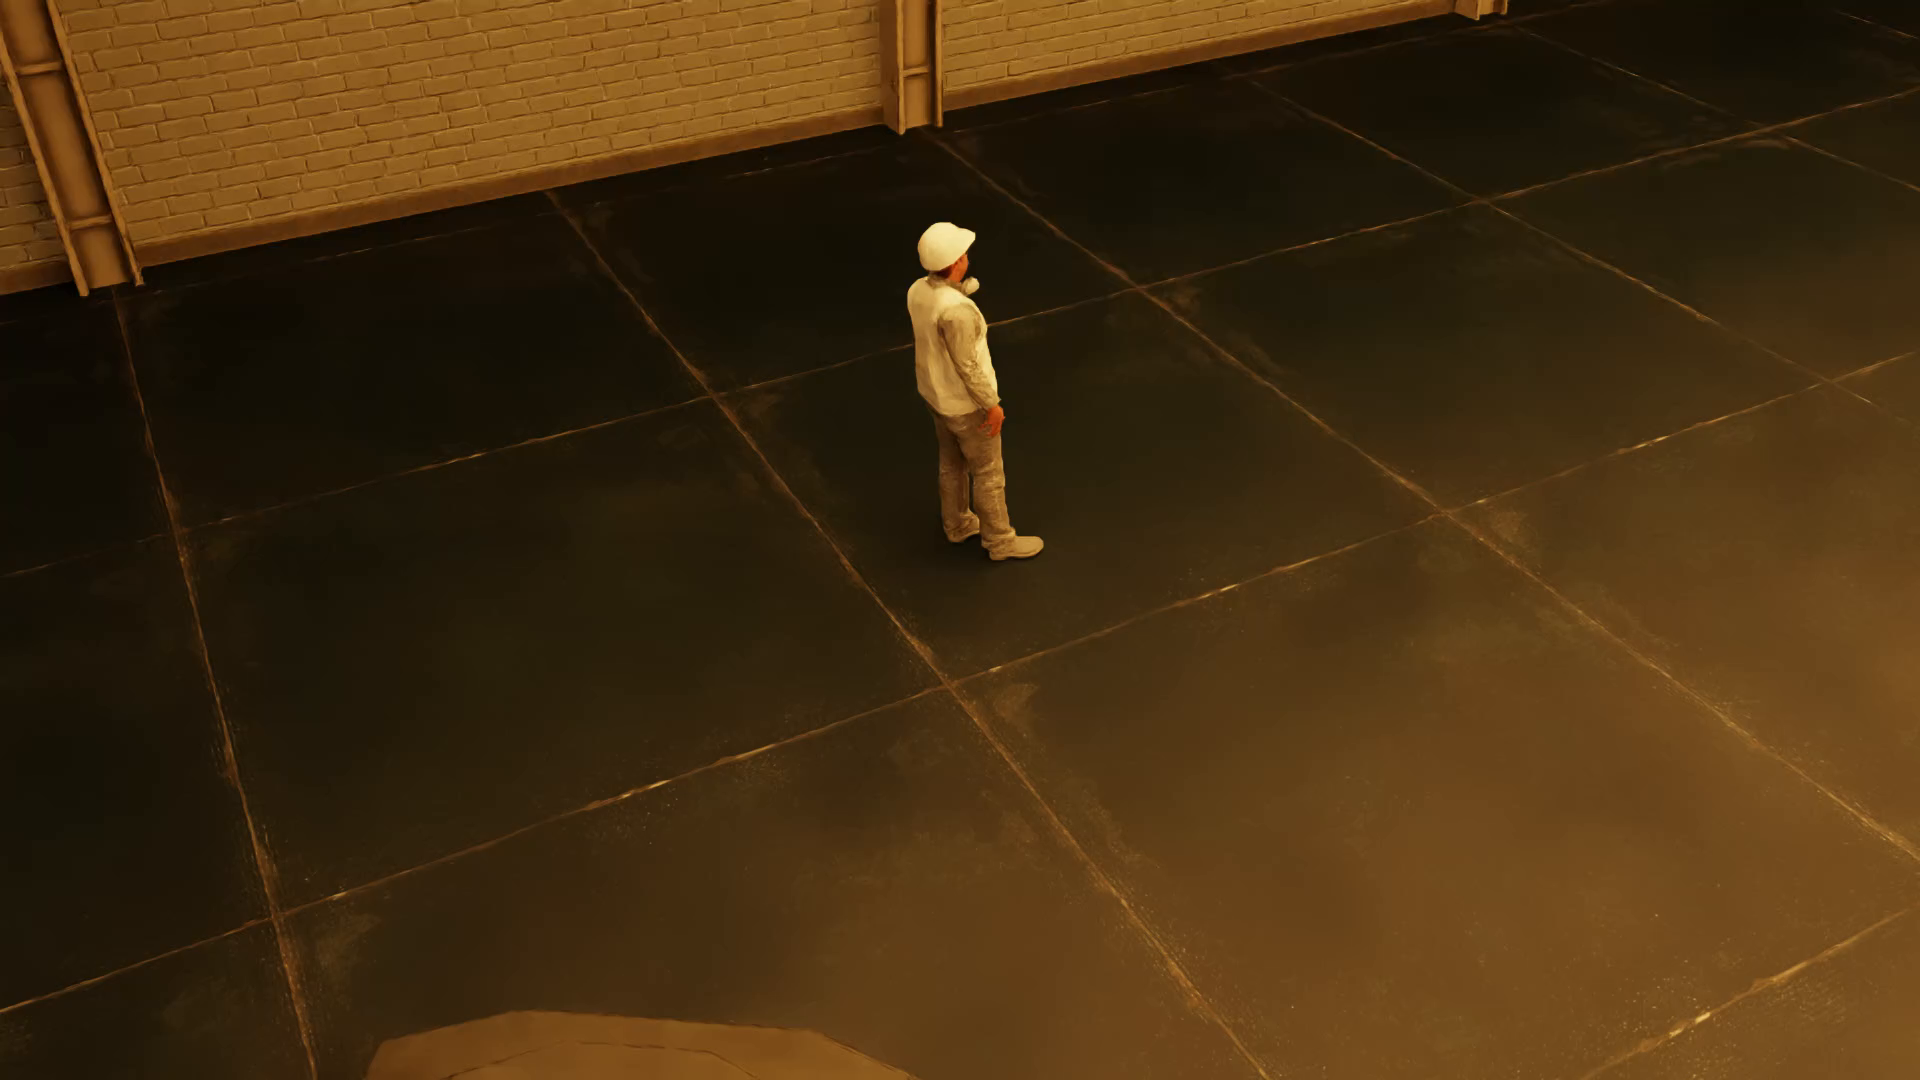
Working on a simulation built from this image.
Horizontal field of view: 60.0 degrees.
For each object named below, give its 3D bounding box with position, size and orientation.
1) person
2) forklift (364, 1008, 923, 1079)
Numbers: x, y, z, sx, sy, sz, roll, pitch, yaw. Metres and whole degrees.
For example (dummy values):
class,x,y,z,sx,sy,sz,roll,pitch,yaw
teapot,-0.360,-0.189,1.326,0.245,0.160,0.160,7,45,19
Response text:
class,x,y,z,sx,sy,sz,roll,pitch,yaw
person,0.059,-0.743,8.164,0.567,1.773,0.632,-17,39,-23
forklift,-0.546,2.337,2.816,1.130,2.935,3.031,3,35,4
